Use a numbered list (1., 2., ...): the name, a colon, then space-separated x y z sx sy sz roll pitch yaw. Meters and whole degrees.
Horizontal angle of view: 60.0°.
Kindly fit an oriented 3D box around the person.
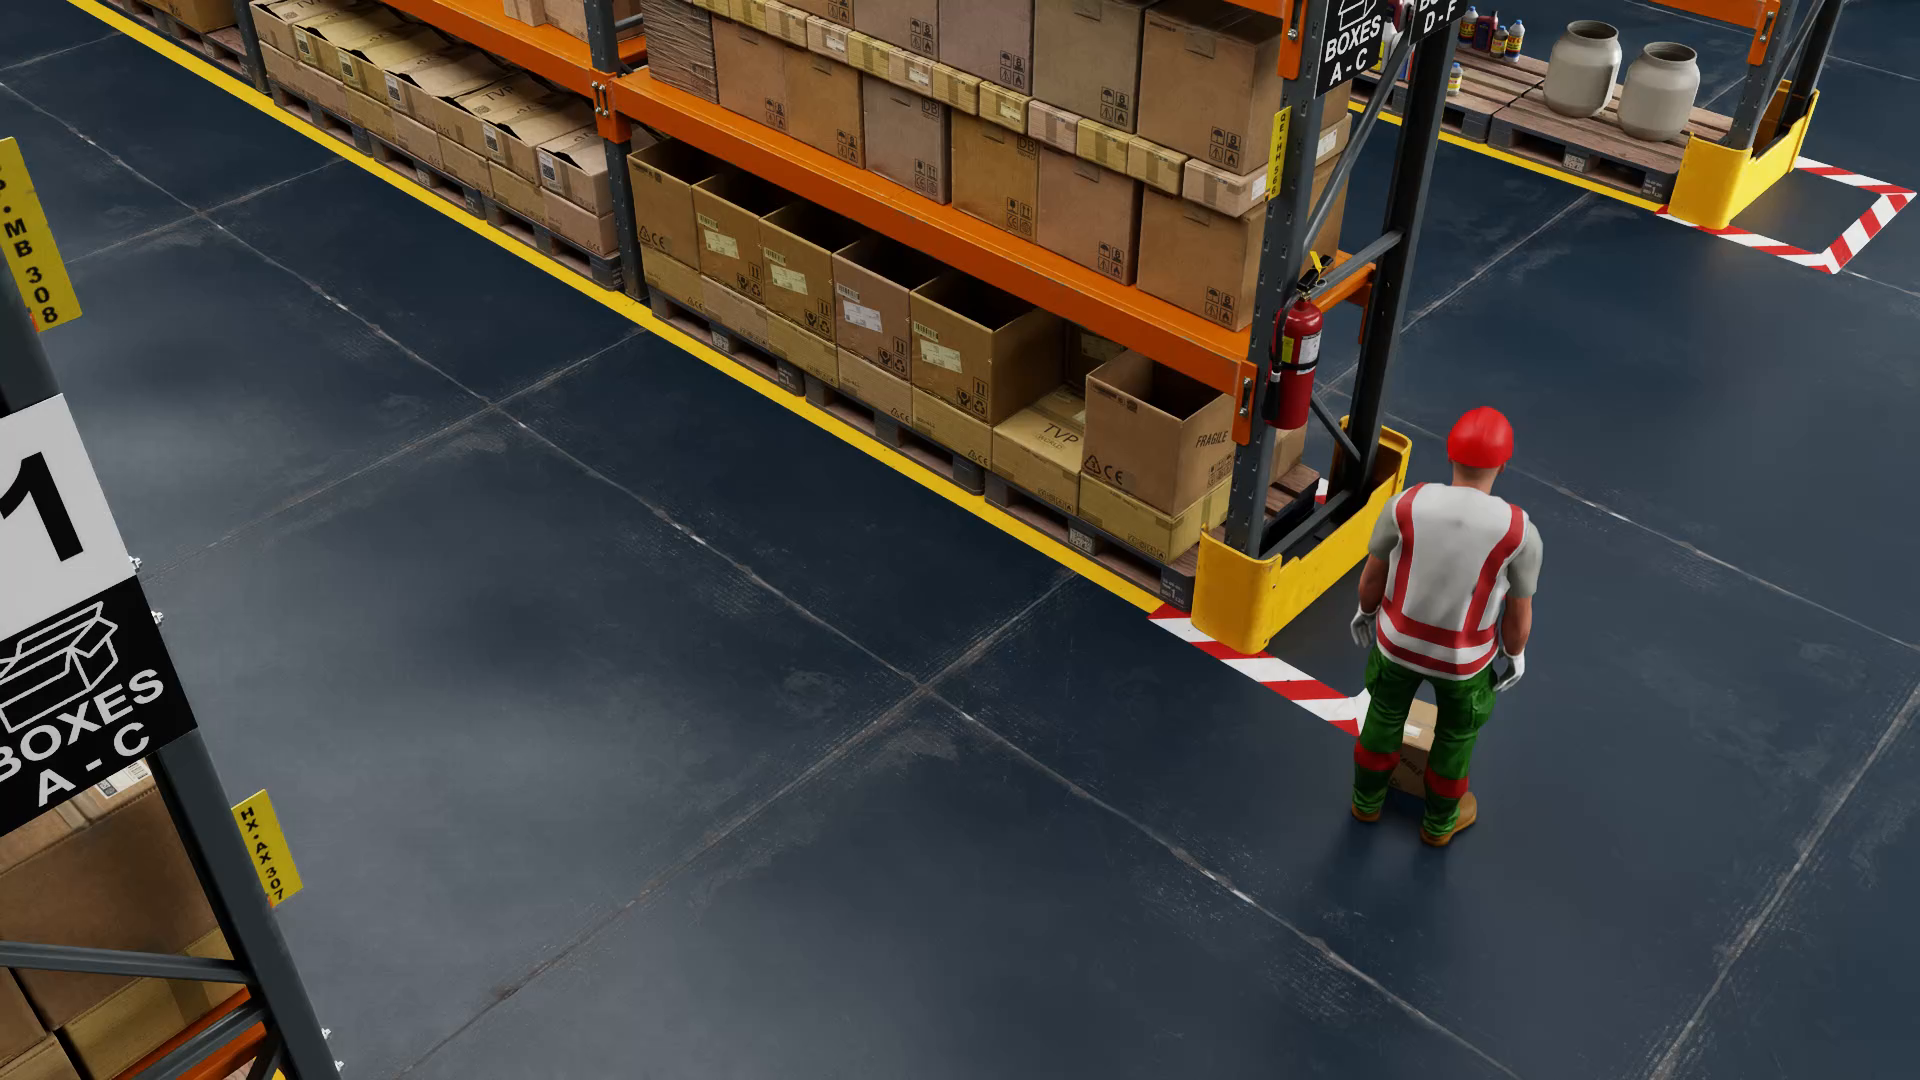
1. person: 1.650 0.332 5.733 0.600 1.778 0.451 19 43 21
